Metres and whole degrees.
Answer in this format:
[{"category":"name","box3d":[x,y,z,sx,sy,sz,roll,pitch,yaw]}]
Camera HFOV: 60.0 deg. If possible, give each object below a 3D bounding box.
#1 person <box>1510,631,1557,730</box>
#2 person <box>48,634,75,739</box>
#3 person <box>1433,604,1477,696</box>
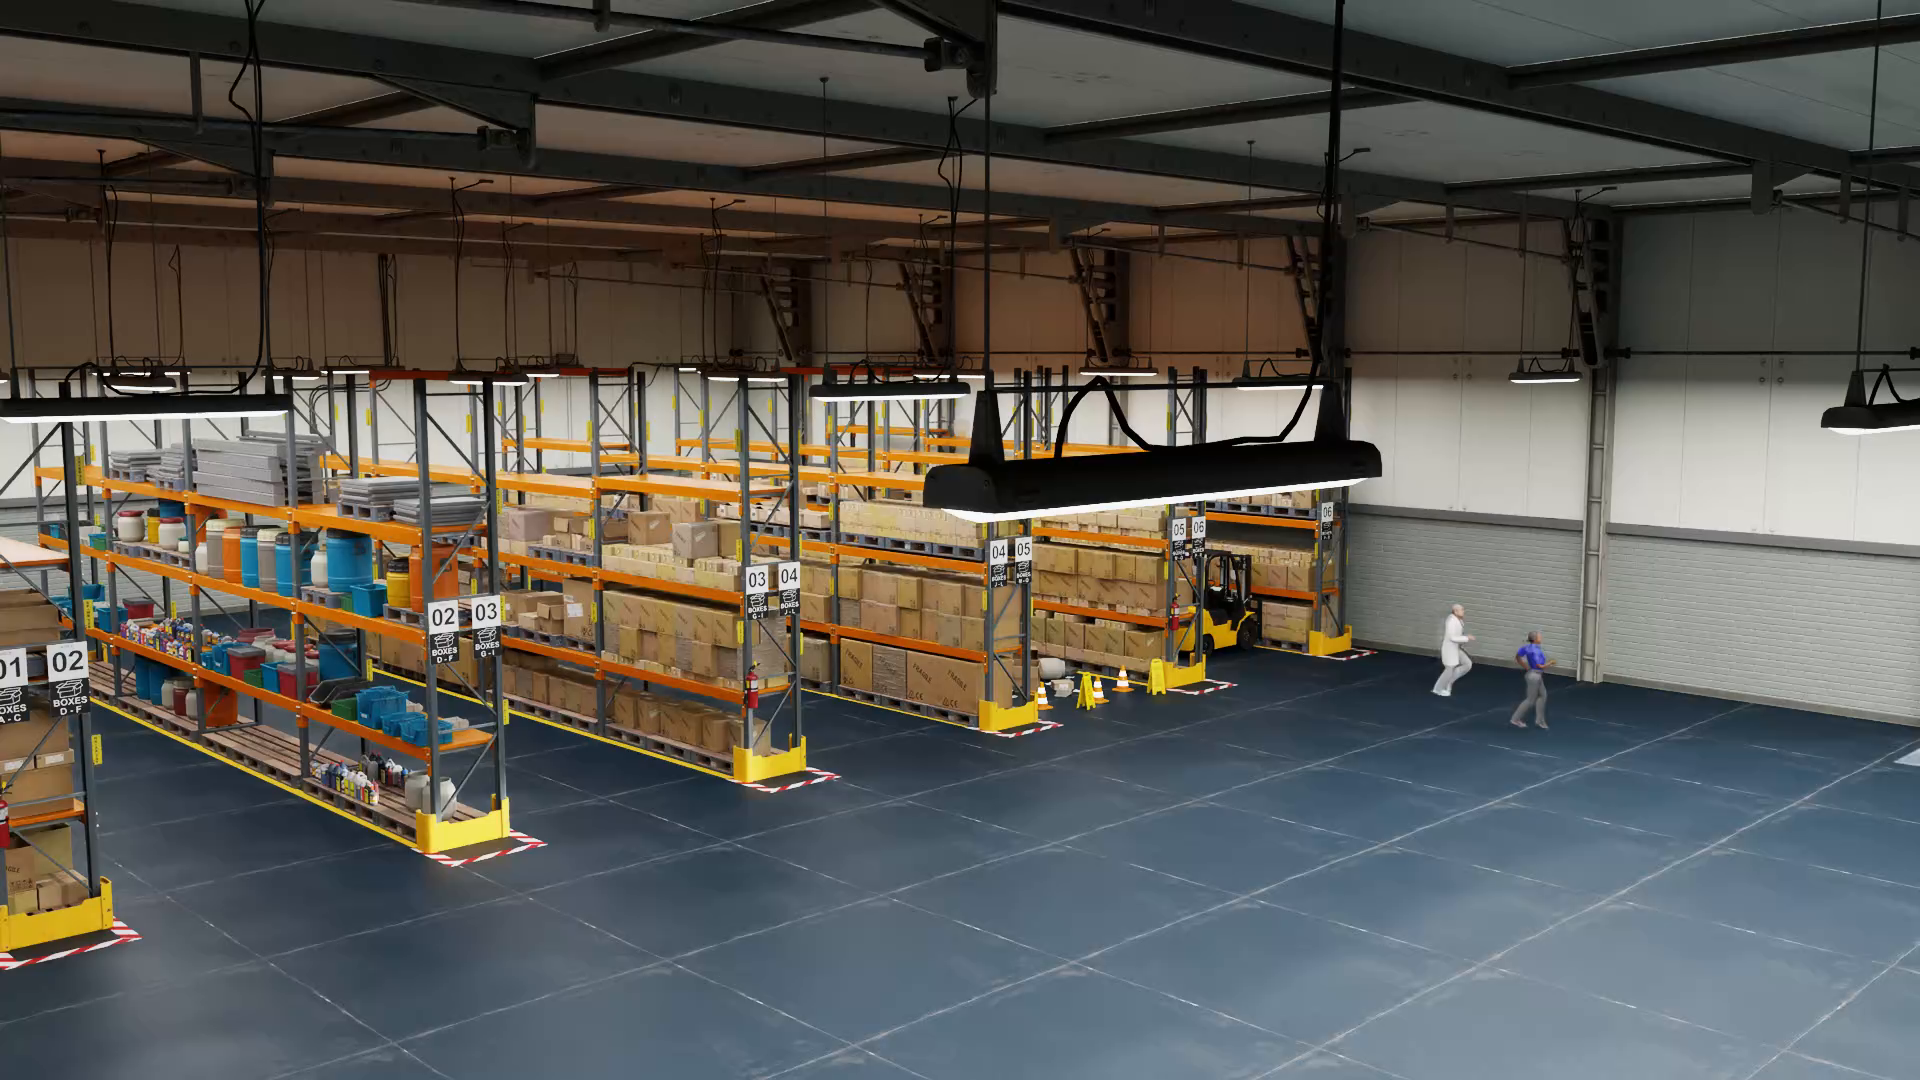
[{"category":"person","box3d":[9.596,2.368,27.852,0.728,1.713,0.559,1,6,5]},{"category":"person","box3d":[-14.801,2.381,27.297,0.822,1.741,0.715,5,8,36]},{"category":"person","box3d":[9.073,2.023,30.479,0.794,1.729,0.759,4,8,32]}]
